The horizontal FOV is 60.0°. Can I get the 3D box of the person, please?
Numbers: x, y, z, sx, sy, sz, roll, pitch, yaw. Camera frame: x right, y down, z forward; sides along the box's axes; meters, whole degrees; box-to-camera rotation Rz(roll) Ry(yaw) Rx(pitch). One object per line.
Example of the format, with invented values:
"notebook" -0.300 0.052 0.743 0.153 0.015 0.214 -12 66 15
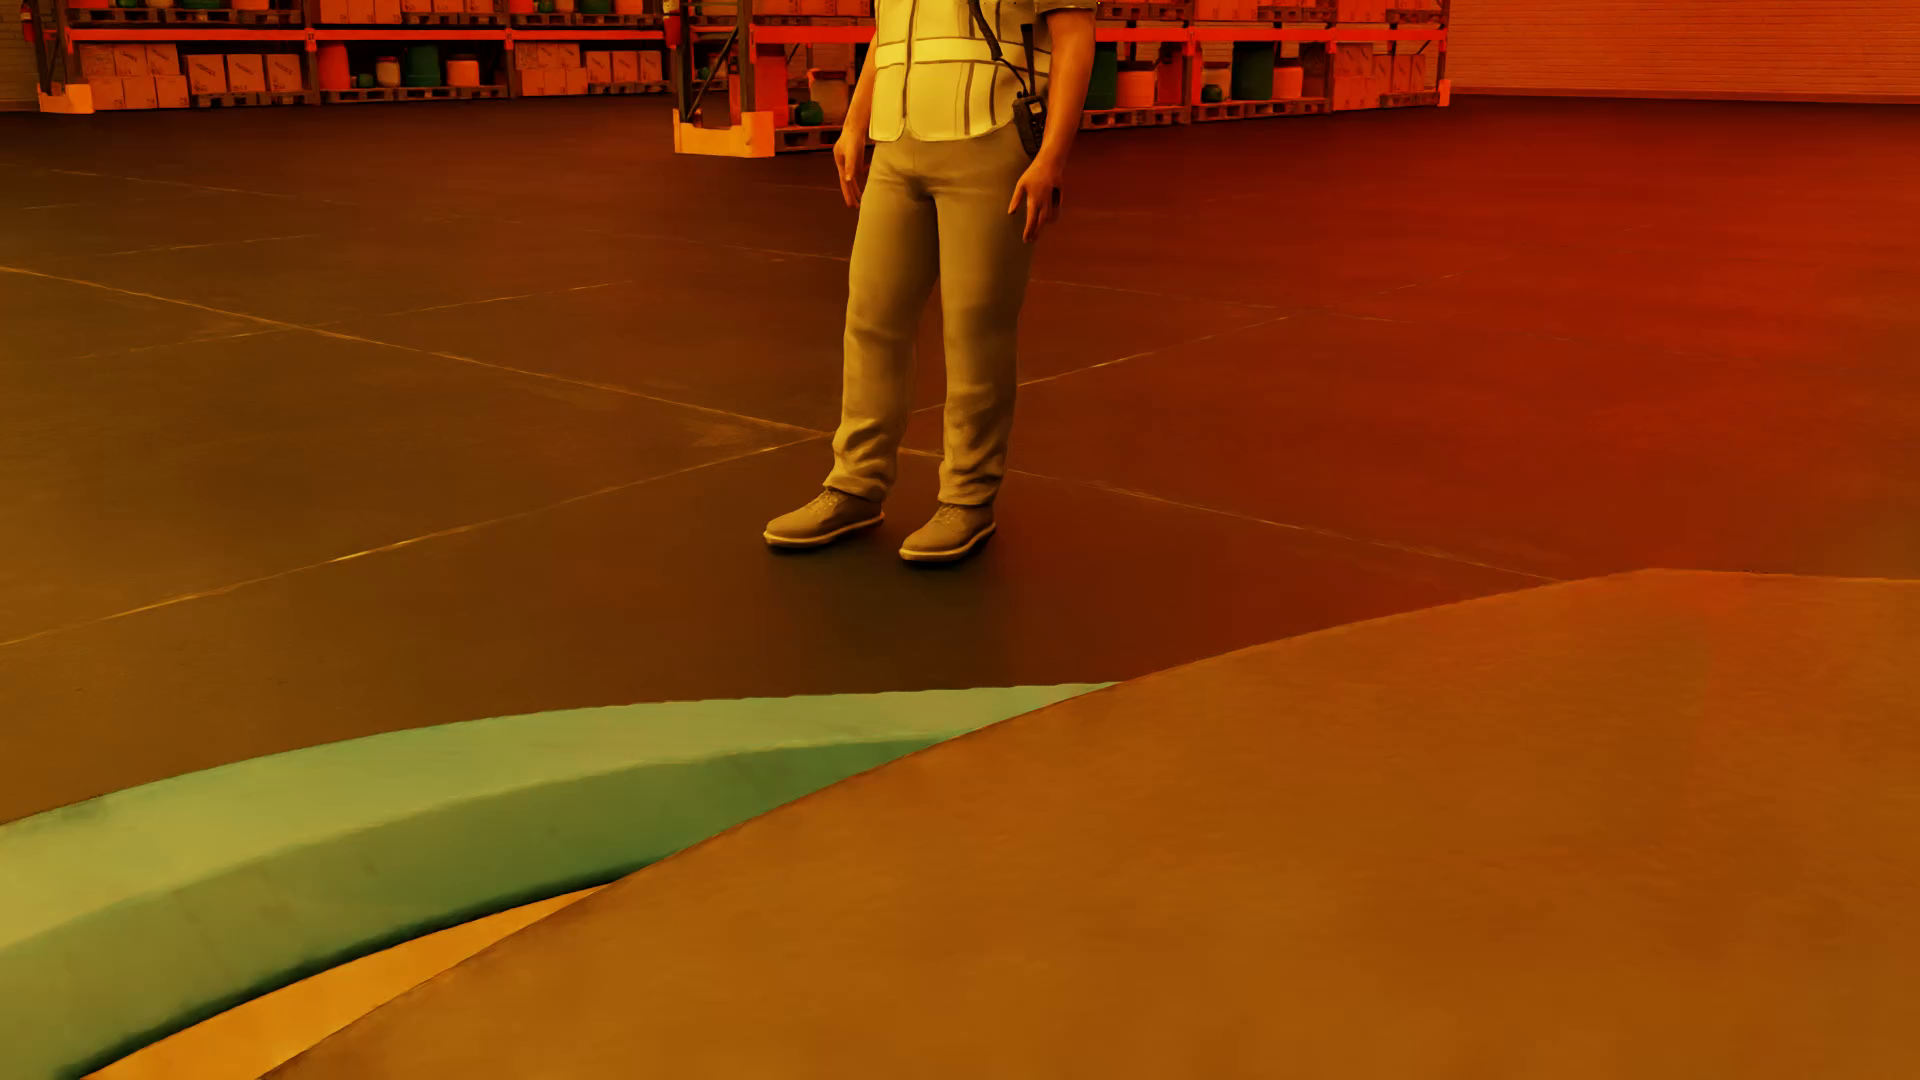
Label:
"person" -0.059 -0.840 3.631 0.641 1.771 0.573 13 21 37
